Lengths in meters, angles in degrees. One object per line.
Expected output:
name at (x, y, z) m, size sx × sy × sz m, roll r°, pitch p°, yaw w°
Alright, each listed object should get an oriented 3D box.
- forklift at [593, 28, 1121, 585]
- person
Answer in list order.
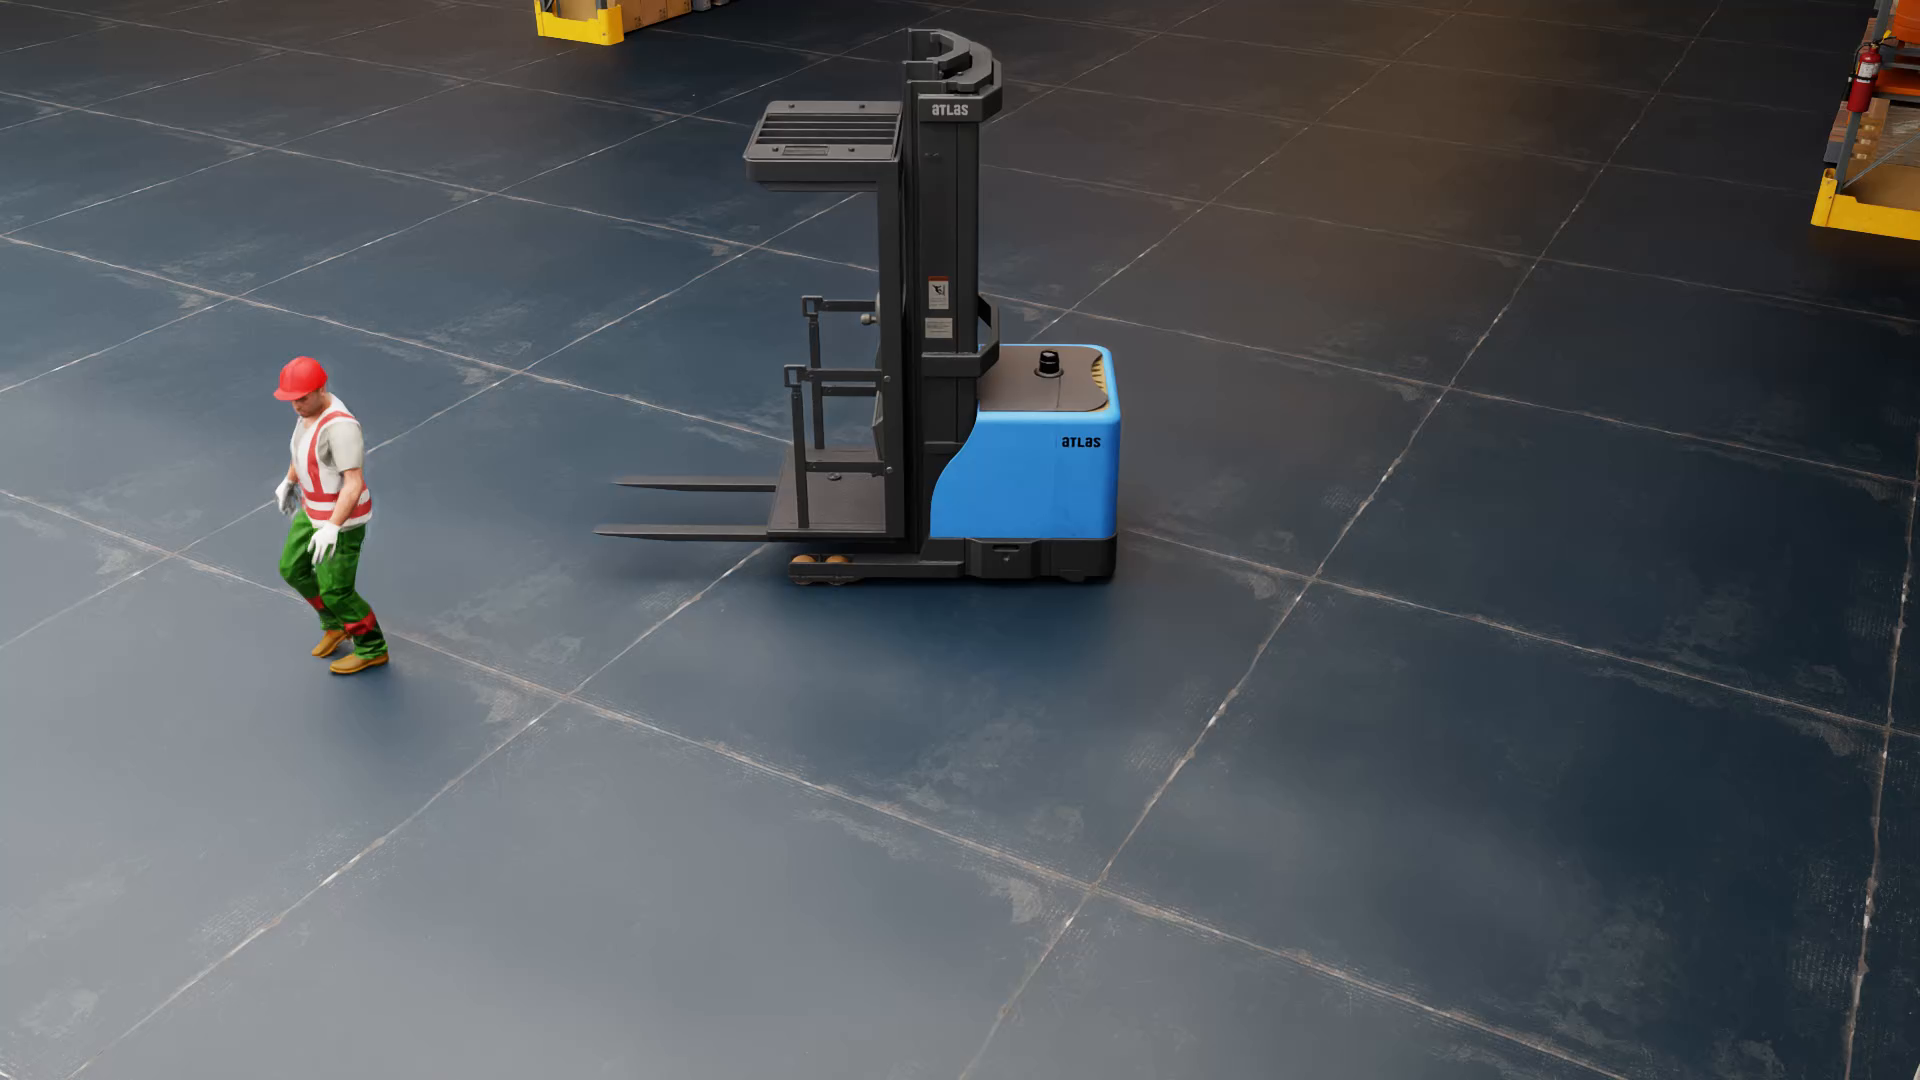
forklift at (-0.610, -1.275, 9.279) m, size 3.031 × 2.935 × 1.130 m, roll 0°, pitch 30°, yaw 1°
person at (-3.211, -0.081, 8.412) m, size 0.483 × 1.786 × 0.898 m, roll -18°, pitch 35°, yaw -28°
